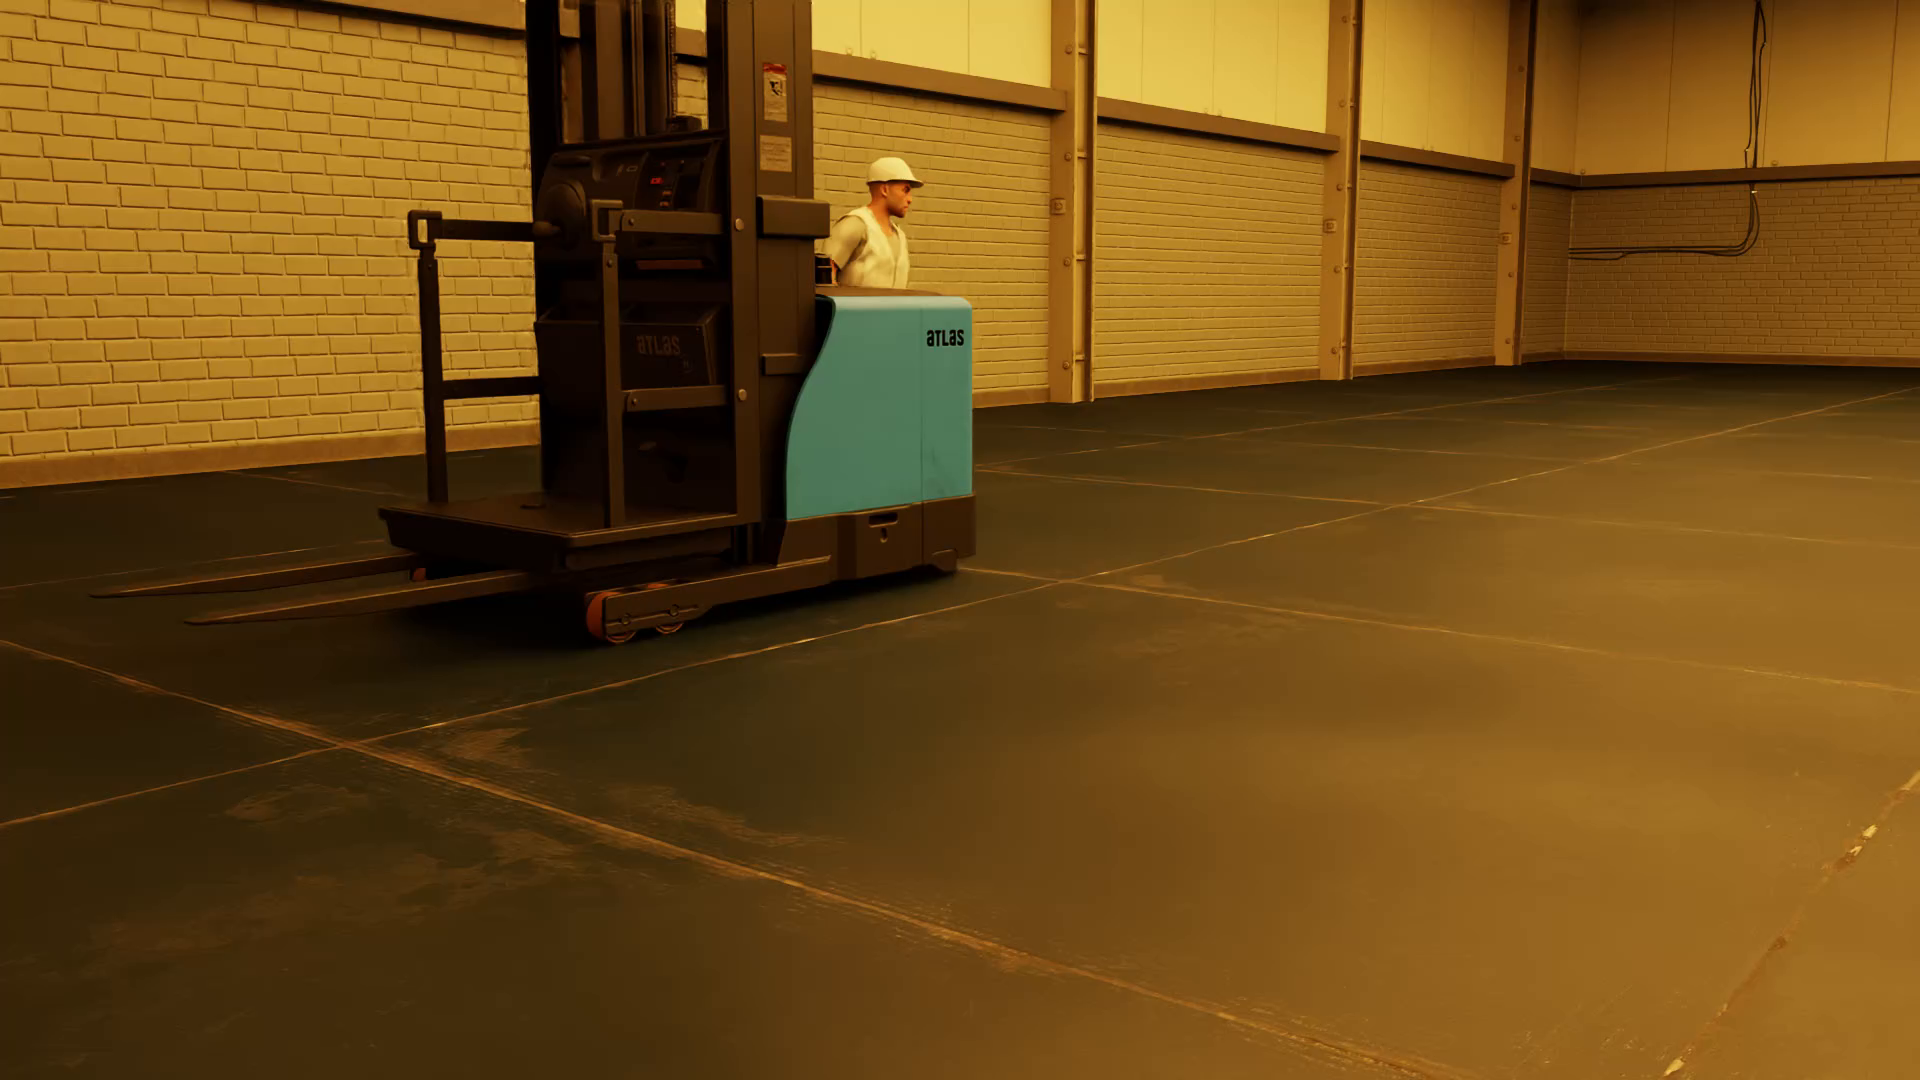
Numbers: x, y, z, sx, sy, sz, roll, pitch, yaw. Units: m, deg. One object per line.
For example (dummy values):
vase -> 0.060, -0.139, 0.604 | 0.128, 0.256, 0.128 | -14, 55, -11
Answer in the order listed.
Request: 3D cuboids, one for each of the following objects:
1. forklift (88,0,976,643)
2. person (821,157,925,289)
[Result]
forklift -> -1.279, -1.208, 5.540 | 1.130, 2.935, 3.031 | 7, 11, 40
person -> -0.476, -0.962, 8.066 | 0.489, 1.757, 0.891 | 6, 10, 34
